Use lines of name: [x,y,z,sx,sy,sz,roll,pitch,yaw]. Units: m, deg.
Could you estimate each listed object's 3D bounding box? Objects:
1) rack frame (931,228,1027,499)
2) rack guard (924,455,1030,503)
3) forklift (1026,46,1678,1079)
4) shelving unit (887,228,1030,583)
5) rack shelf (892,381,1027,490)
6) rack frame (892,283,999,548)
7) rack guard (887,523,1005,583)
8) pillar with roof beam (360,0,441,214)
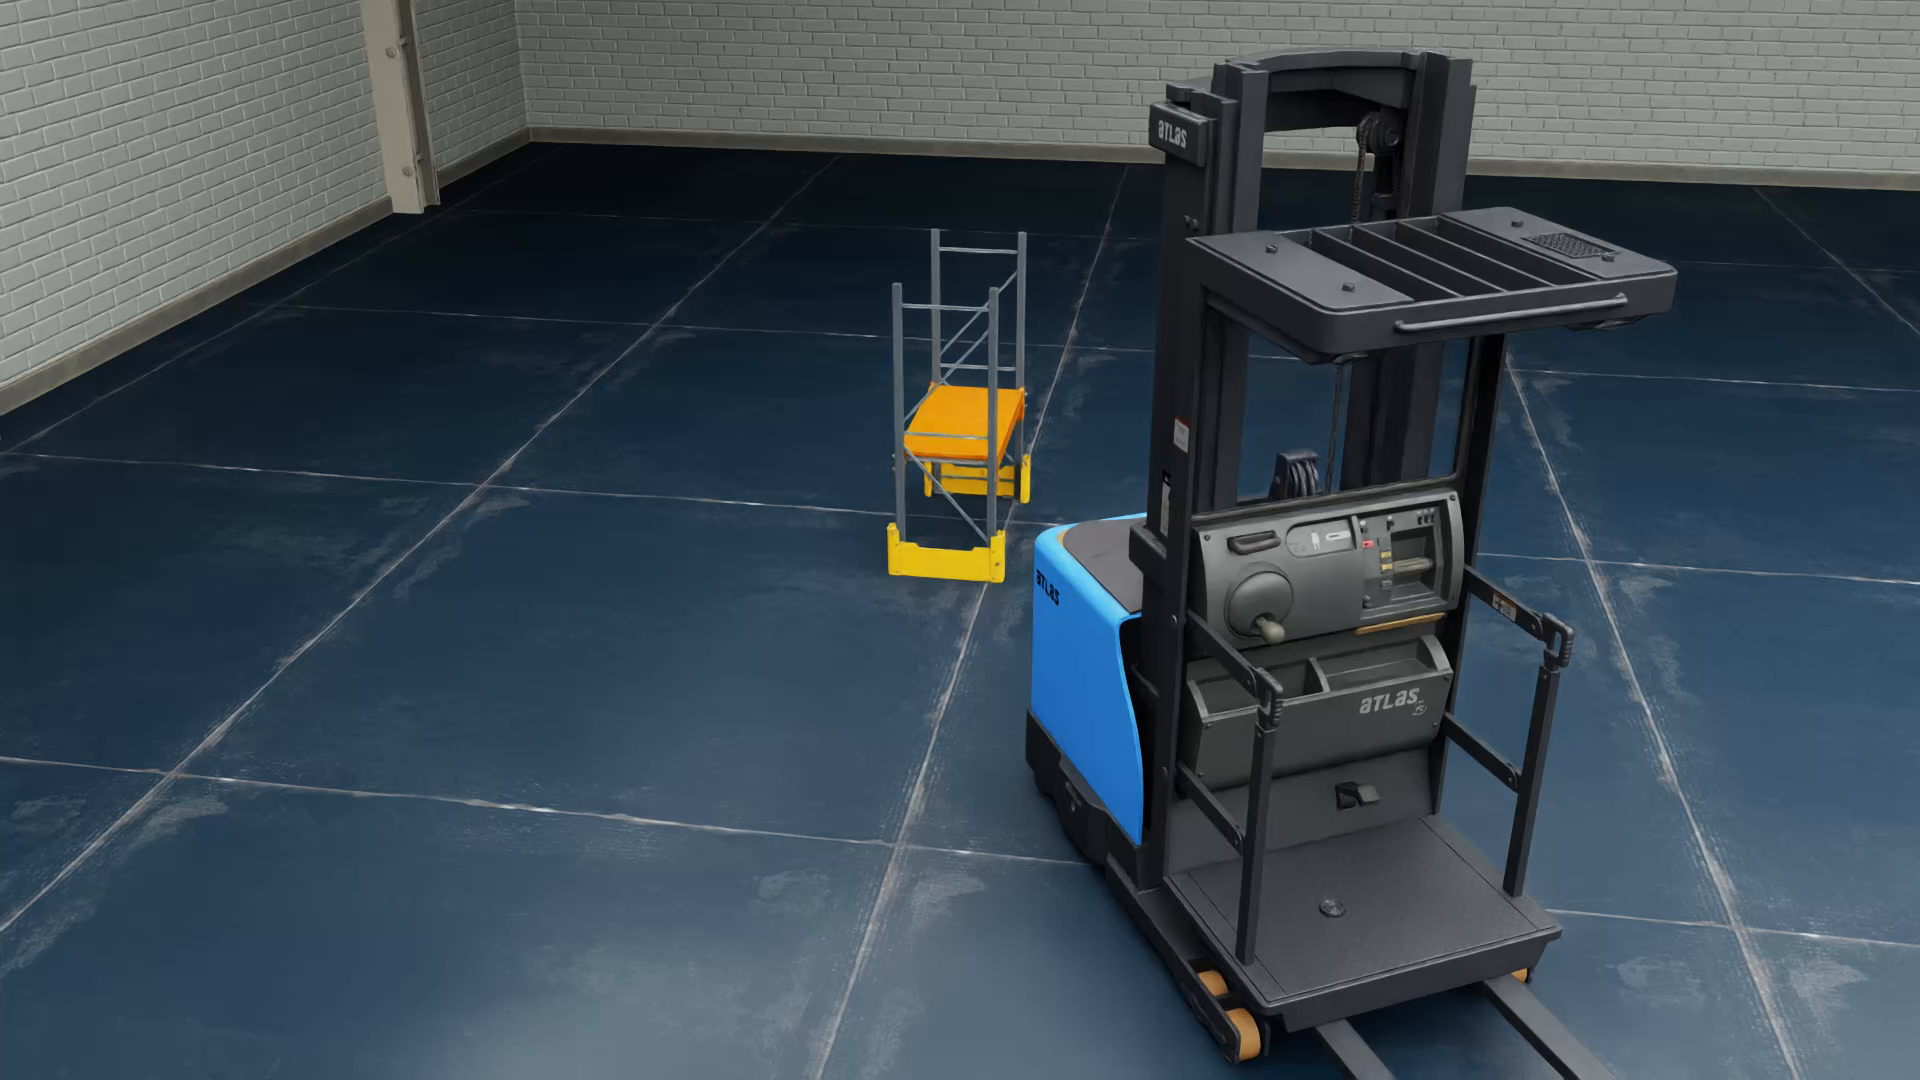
rack frame: [0.097,-0.928,8.962,0.500,1.500,0.032,4,25,9]
rack guard: [0.094,-0.353,9.210,0.587,0.250,0.087,4,25,9]
forklift: [1.249,0.118,5.041,1.130,2.935,3.031,-9,26,-18]
shelving unit: [0.012,-0.711,8.500,0.587,1.500,1.083,4,25,9]
rack shelf: [0.014,-0.552,8.585,0.538,0.185,1.000,4,25,9]
rack frame: [-0.069,-0.502,8.054,0.500,1.500,0.032,4,25,9]
rack guard: [-0.069,0.063,8.320,0.587,0.250,0.087,4,25,9]
pillar with roof beam: [-0.748,-6.825,12.715,9.100,9.000,0.400,4,25,9]
